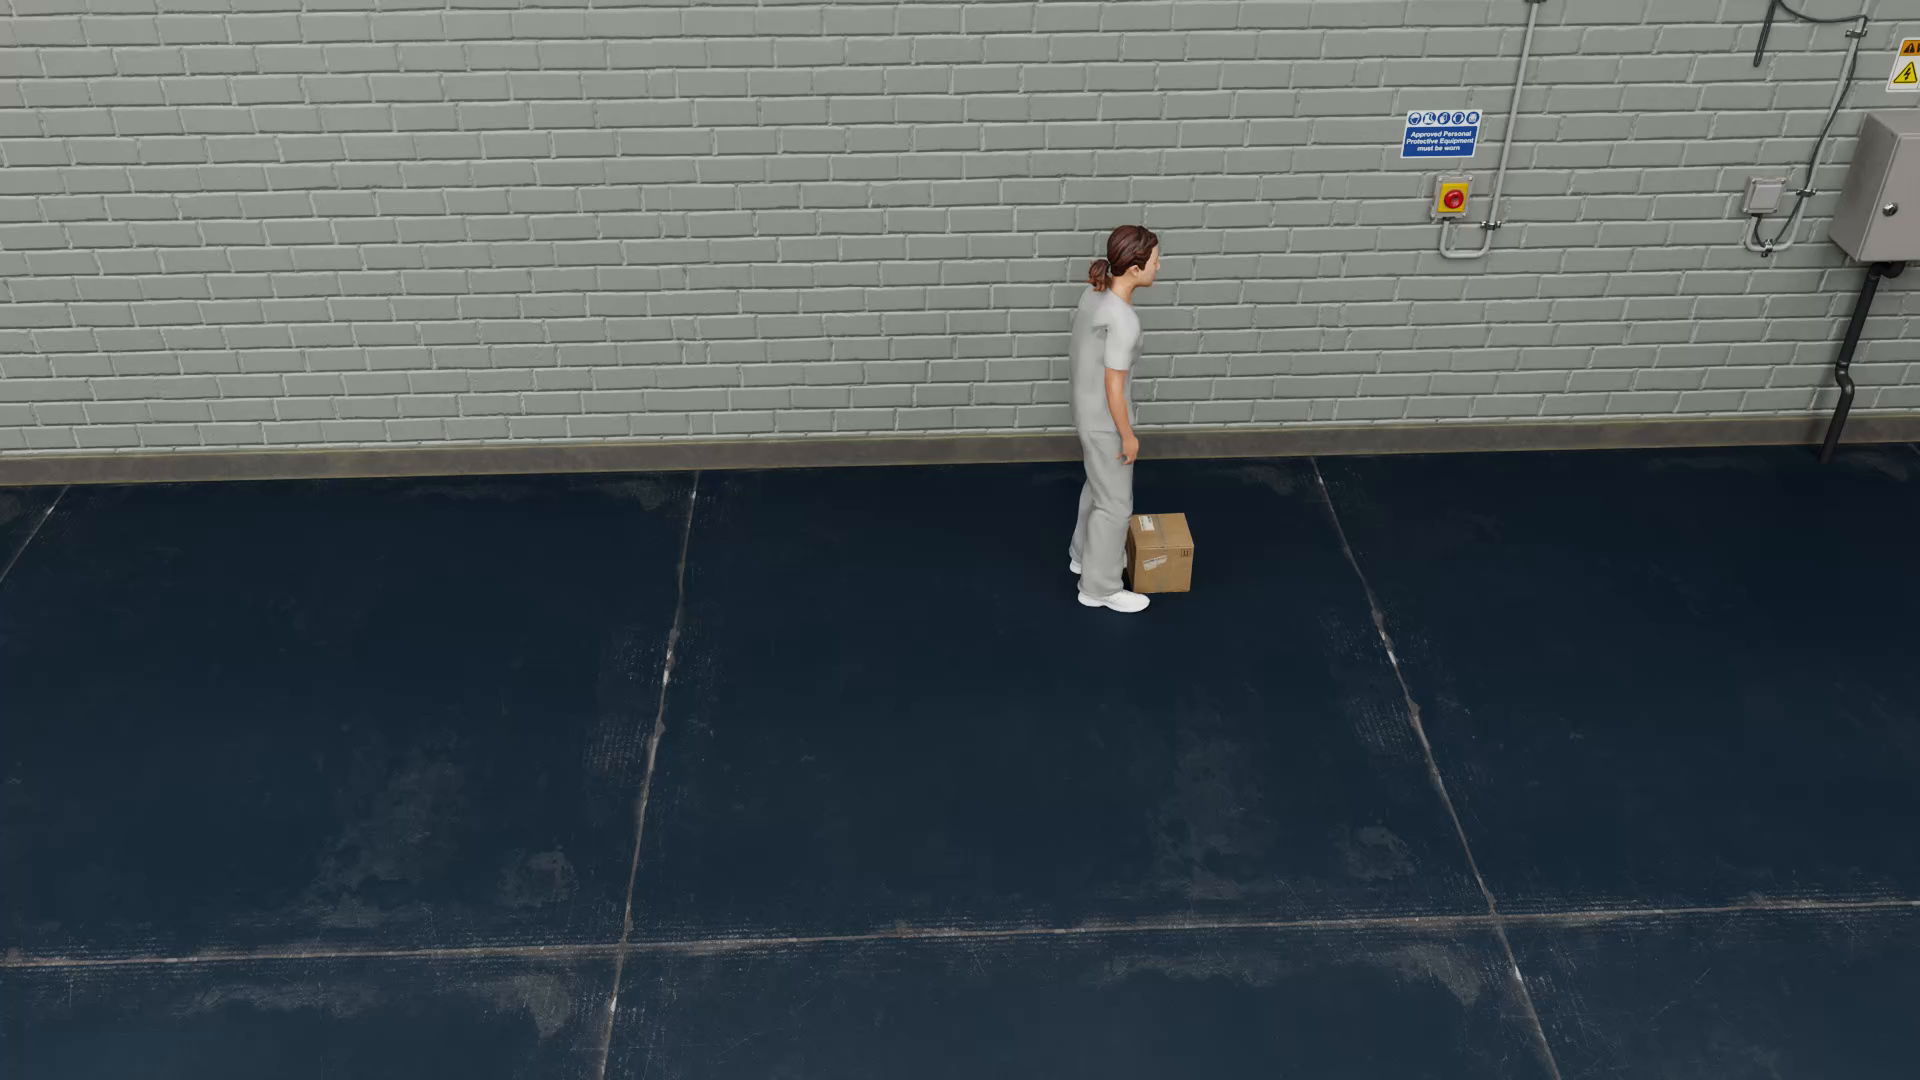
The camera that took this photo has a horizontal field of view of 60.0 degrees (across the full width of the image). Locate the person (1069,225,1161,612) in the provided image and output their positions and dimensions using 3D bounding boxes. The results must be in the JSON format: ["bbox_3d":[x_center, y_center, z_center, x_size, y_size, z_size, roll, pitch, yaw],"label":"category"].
[{"bbox_3d":[0.625,-0.507,6.861,0.355,1.672,0.516,-3,36,-5],"label":"person"}]
